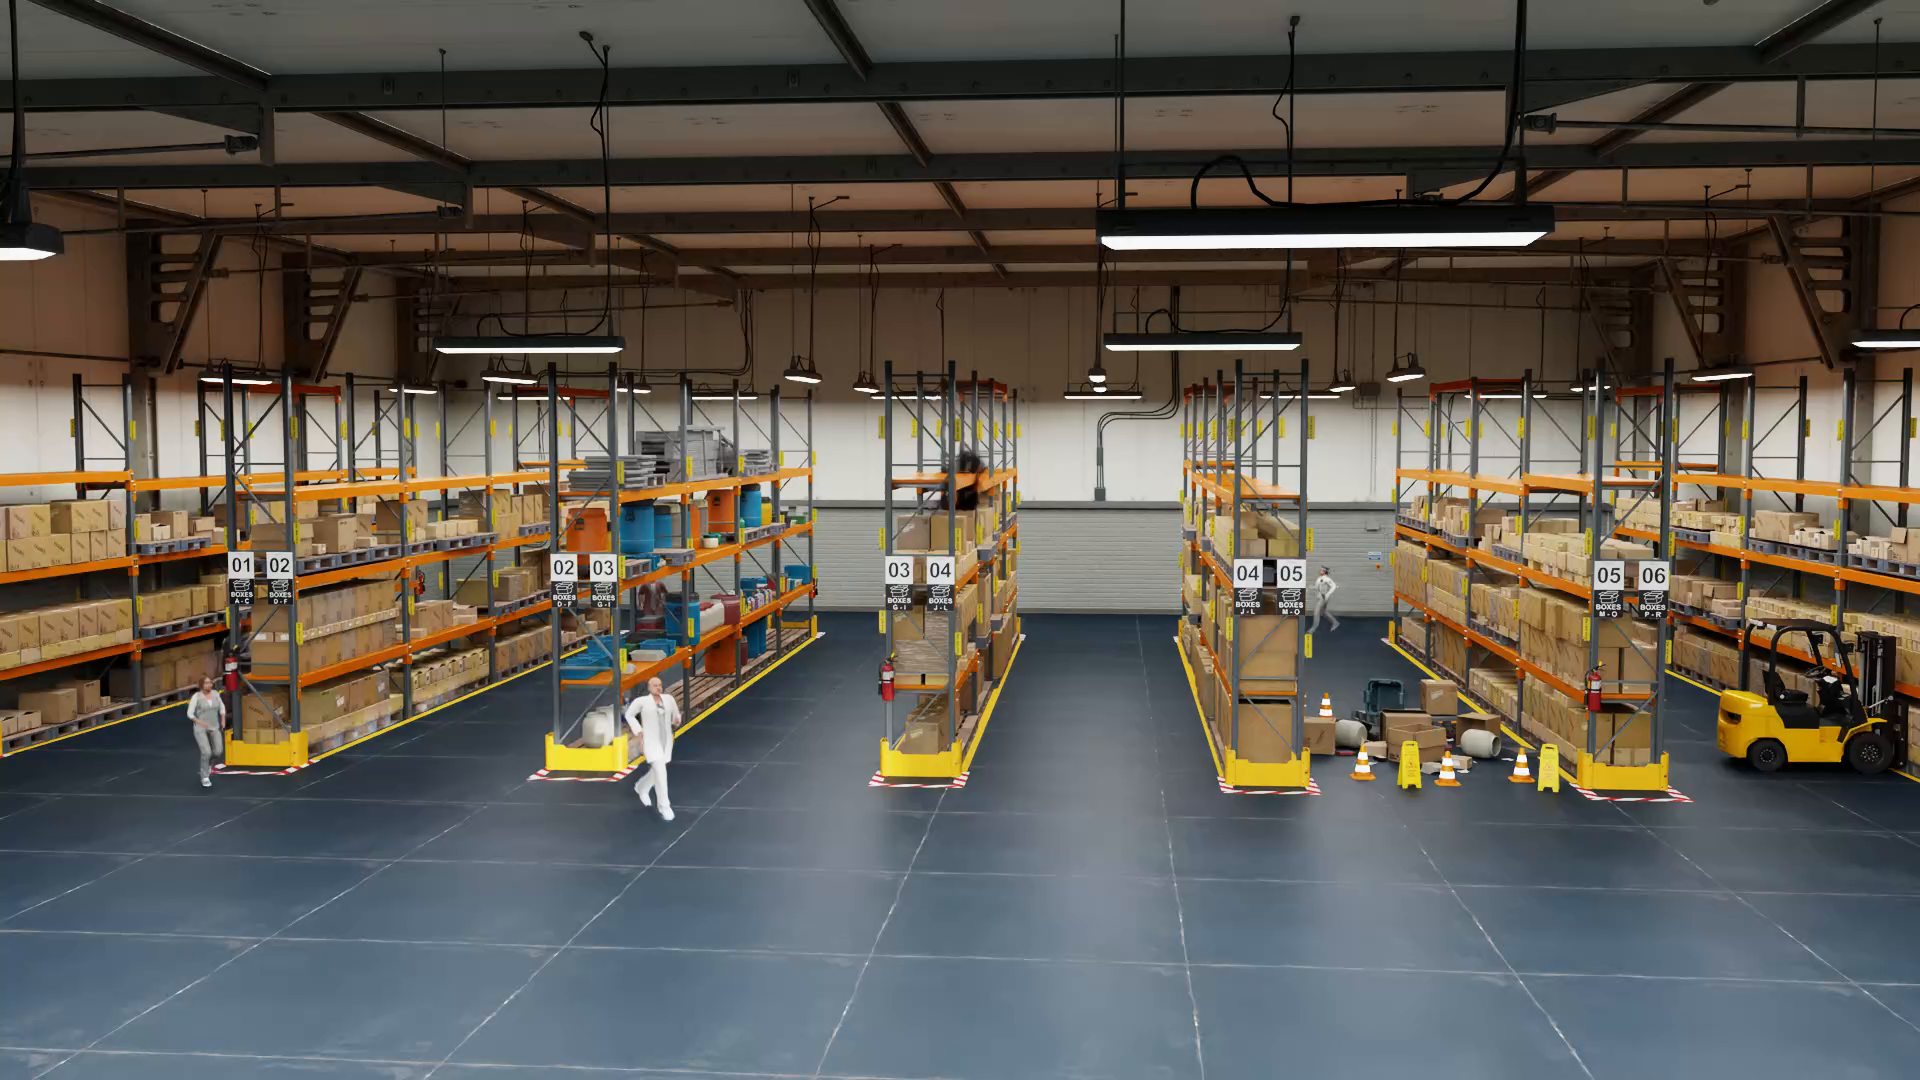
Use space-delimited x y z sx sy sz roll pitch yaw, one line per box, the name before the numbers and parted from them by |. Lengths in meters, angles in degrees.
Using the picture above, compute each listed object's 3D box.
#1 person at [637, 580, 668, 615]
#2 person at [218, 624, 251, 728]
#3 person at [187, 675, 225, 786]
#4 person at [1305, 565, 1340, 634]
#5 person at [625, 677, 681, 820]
person | -7.173 1.590 38.848 0.714 1.731 0.630 -1 4 -11
person | -12.289 2.260 28.250 0.649 1.730 0.938 0 4 -4
person | -10.630 2.686 23.511 0.568 1.564 0.580 3 5 41
person | 8.910 1.449 40.819 0.930 1.691 0.605 0 4 -8
person | -3.968 2.681 21.758 0.686 1.801 0.987 -3 5 -41
